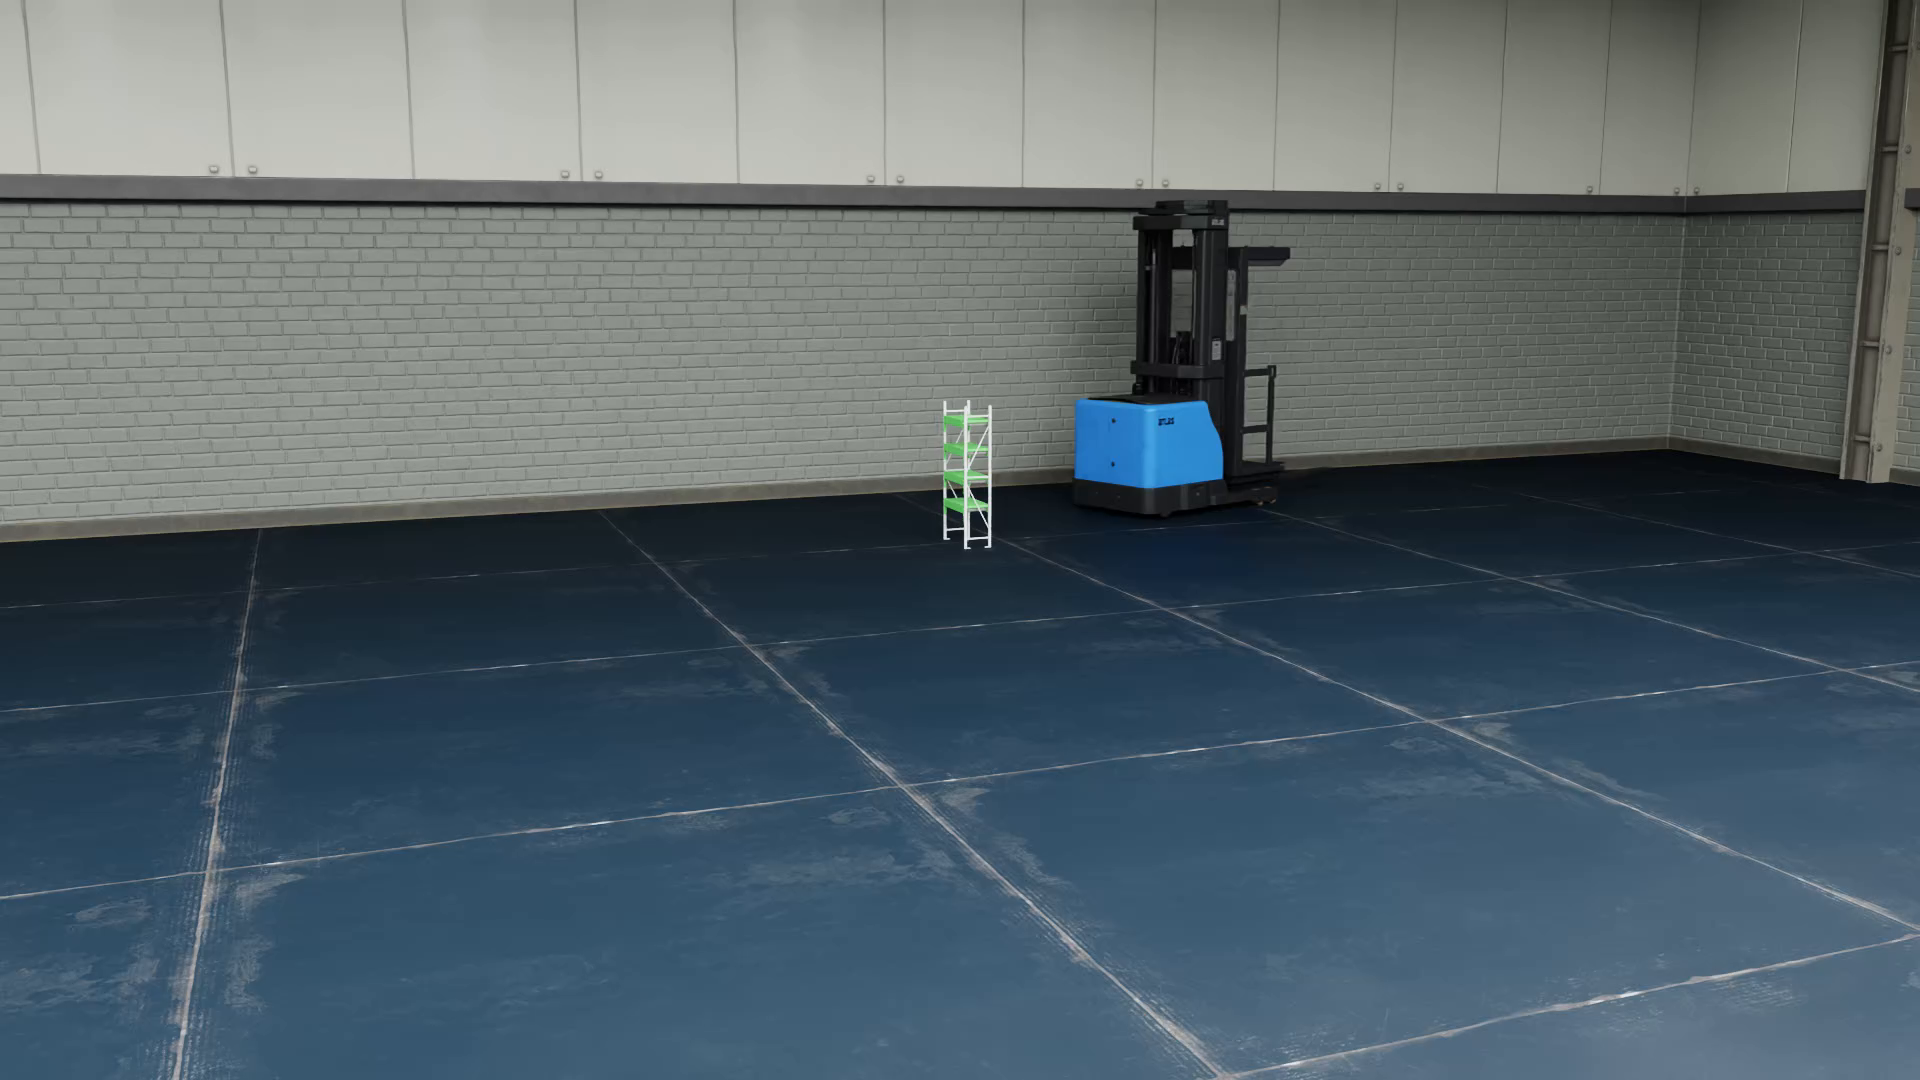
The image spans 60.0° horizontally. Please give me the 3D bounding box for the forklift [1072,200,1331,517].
[{"bbox_3d":[2.522,-1.844,16.417,3.031,2.935,1.130,-9,13,-41],"label":"forklift"}]

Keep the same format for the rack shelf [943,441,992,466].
[{"bbox_3d":[0.060,-0.737,14.132,0.258,0.148,0.480,-4,11,-21],"label":"rack shelf"}]

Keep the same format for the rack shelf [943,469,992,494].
[{"bbox_3d":[0.060,-0.501,14.174,0.258,0.148,0.480,-4,11,-21],"label":"rack shelf"}]

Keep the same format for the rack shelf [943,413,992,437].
[{"bbox_3d":[0.060,-0.973,14.090,0.258,0.148,0.480,-4,11,-21],"label":"rack shelf"}]

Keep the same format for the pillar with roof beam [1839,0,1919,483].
[{"bbox_3d":[5.823,-4.808,15.754,9.100,9.000,0.400,-4,11,-21],"label":"pillar with roof beam"}]

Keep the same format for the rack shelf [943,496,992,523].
[{"bbox_3d":[0.060,-0.265,14.216,0.258,0.148,0.480,-4,11,-21],"label":"rack shelf"}]

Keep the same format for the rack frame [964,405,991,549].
[{"bbox_3d":[0.148,-0.524,13.939,0.240,1.200,0.015,-4,11,-21],"label":"rack frame"}]

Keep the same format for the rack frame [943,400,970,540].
[{"bbox_3d":[-0.028,-0.604,14.387,0.240,1.200,0.015,-4,11,-21],"label":"rack frame"}]

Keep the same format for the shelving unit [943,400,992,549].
[{"bbox_3d":[0.060,-0.564,14.163,0.258,1.200,0.503,-4,11,-21],"label":"shelving unit"}]
